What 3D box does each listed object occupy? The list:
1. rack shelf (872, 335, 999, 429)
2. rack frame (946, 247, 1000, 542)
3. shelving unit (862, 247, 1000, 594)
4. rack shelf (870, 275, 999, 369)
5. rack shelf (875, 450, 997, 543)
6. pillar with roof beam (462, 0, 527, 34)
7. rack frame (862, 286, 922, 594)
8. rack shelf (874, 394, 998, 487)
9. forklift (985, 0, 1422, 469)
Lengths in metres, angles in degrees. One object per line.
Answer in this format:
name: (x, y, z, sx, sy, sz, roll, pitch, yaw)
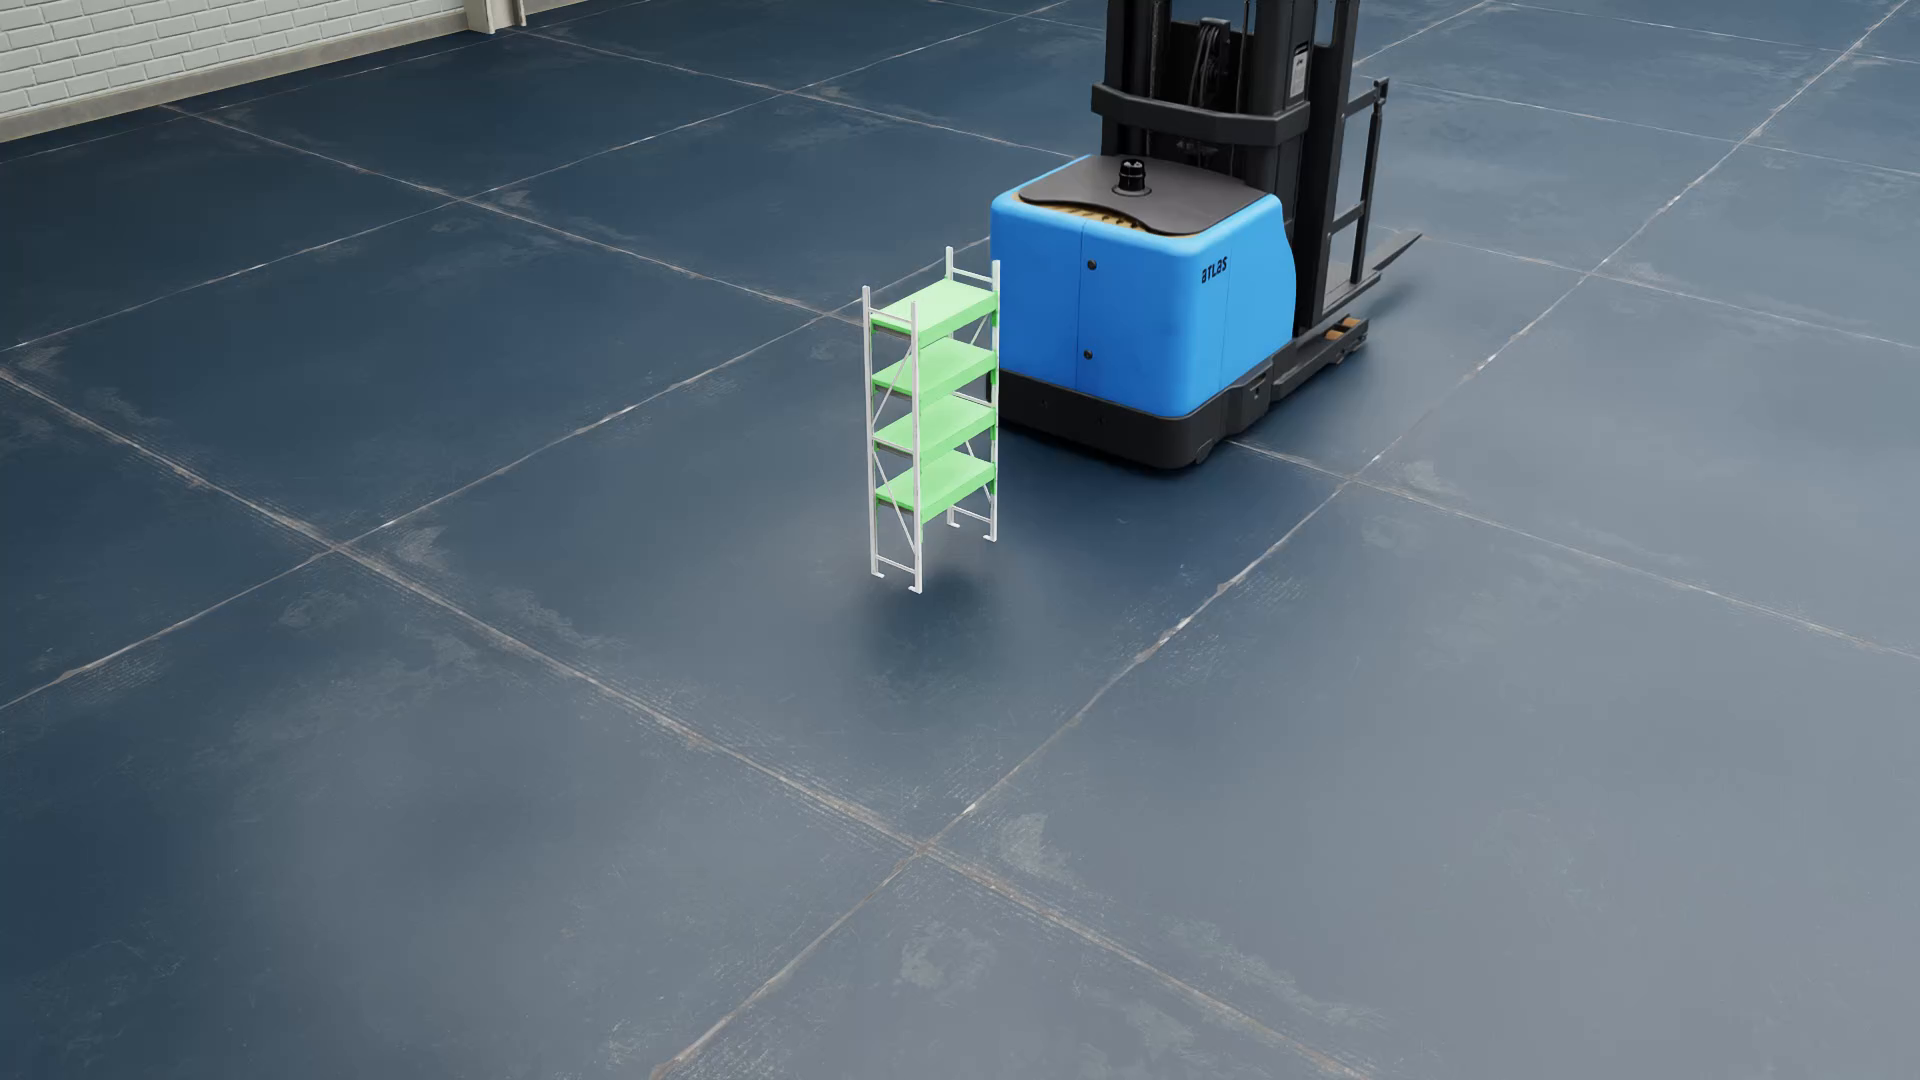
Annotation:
rack shelf: (-0.100, -0.600, 6.241, 0.258, 0.148, 0.480, 21, 37, 31)
rack frame: (0.047, -0.548, 6.498, 0.240, 1.200, 0.015, 21, 37, 31)
shelving unit: (-0.100, -0.449, 6.331, 0.258, 1.200, 0.503, 21, 37, 31)
rack shelf: (-0.100, -0.807, 6.118, 0.258, 0.148, 0.480, 21, 37, 31)
rack shelf: (-0.100, -0.187, 6.486, 0.258, 0.148, 0.480, 21, 37, 31)
pillar with roof beam: (-0.492, -6.894, 9.556, 9.100, 9.000, 0.400, 21, 37, 31)
rack frame: (-0.247, -0.350, 6.163, 0.240, 1.200, 0.015, 21, 37, 31)
rack shelf: (-0.100, -0.394, 6.363, 0.258, 0.148, 0.480, 21, 37, 31)
forklift: (1.393, -2.261, 7.690, 1.130, 2.935, 3.031, 21, 36, 31)
